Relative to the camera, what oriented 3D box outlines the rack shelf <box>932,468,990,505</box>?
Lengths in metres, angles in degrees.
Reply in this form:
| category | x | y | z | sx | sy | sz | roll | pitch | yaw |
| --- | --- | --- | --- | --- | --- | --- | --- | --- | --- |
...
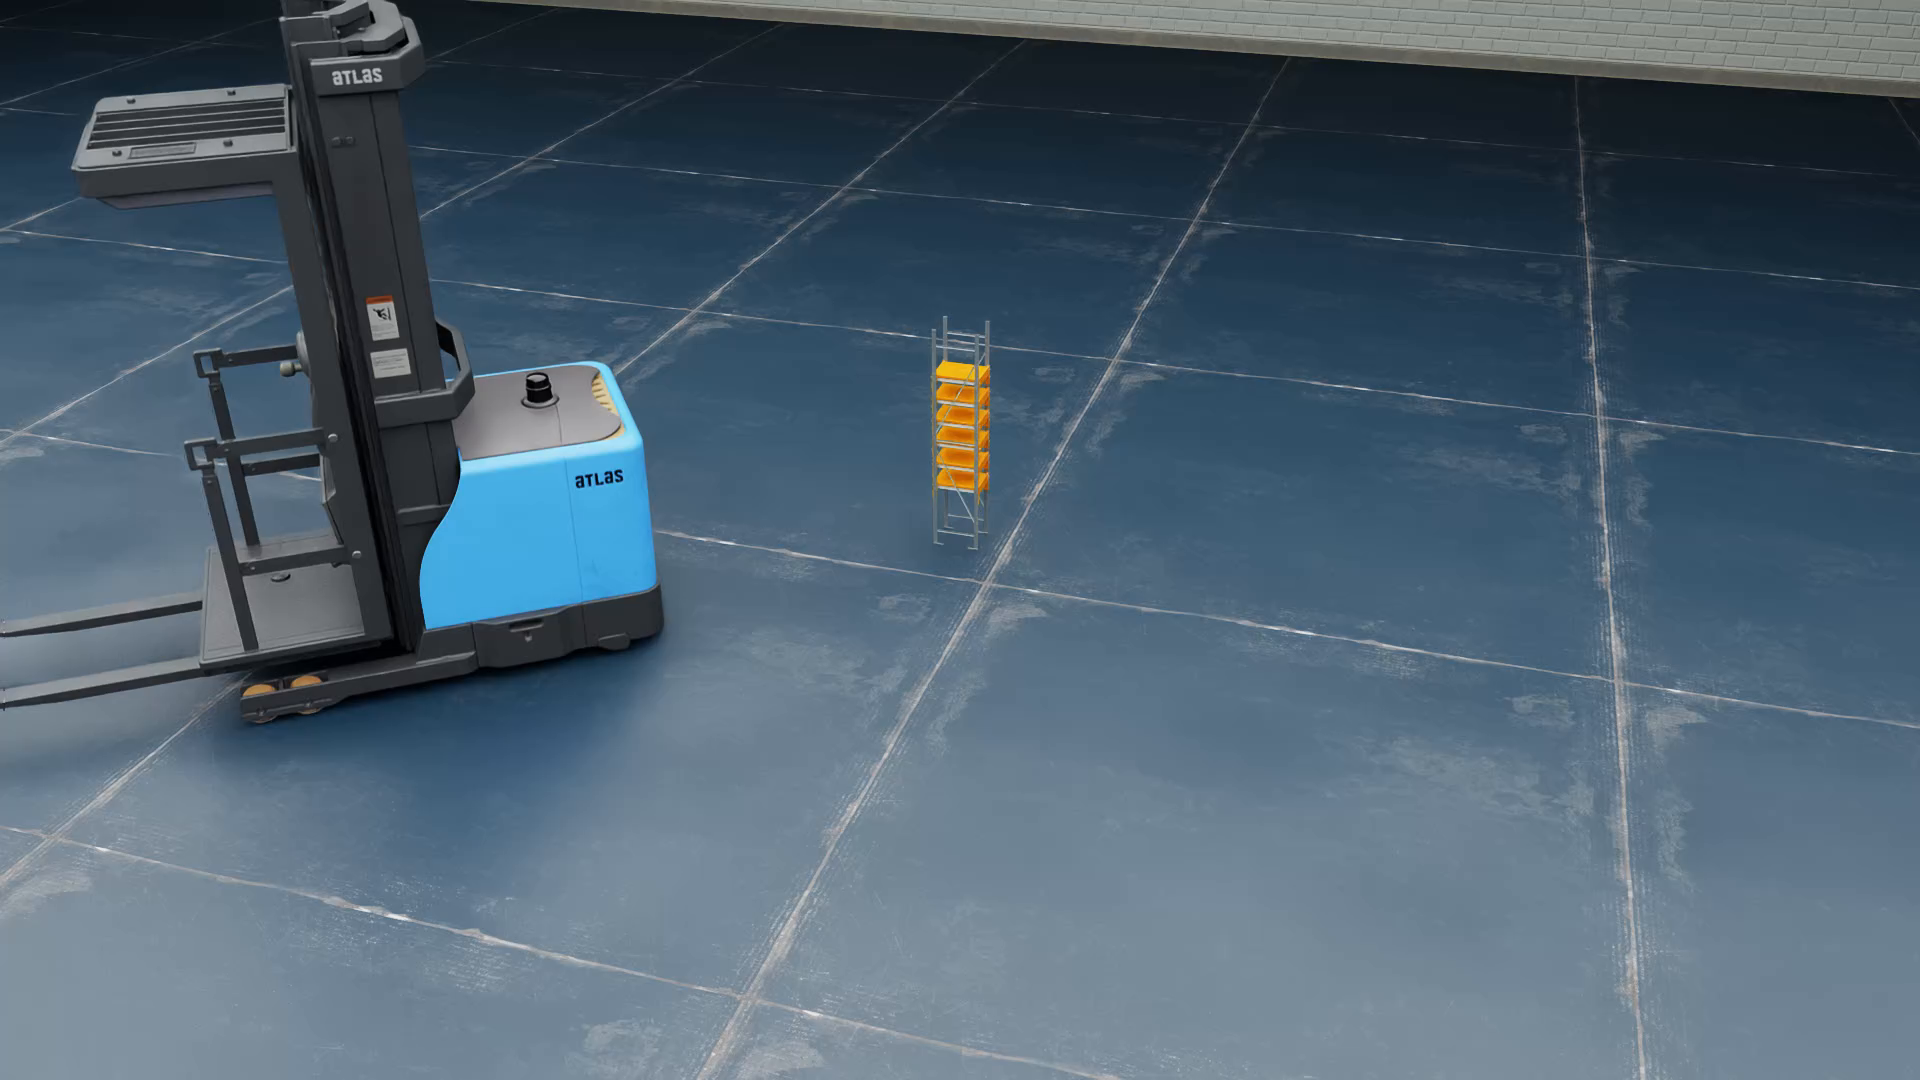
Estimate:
| category | x | y | z | sx | sy | sz | roll | pitch | yaw |
| --- | --- | --- | --- | --- | --- | --- | --- | --- | --- |
| rack shelf | 0.004 | -0.282 | 8.609 | 0.258 | 0.103 | 0.180 | 8 | 30 | 15 |

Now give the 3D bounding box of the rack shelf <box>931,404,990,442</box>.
| category | x | y | z | sx | sy | sz | roll | pitch | yaw |
| --- | --- | --- | --- | --- | --- | --- | --- | --- | --- |
| rack shelf | 0.004 | -0.597 | 8.434 | 0.258 | 0.103 | 0.180 | 8 | 30 | 15 |

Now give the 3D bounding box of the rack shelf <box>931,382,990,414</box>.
| category | x | y | z | sx | sy | sz | roll | pitch | yaw |
| --- | --- | --- | --- | --- | --- | --- | --- | --- | --- |
| rack shelf | 0.004 | -0.702 | 8.375 | 0.258 | 0.103 | 0.180 | 8 | 30 | 15 |

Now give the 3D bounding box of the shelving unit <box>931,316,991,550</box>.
| category | x | y | z | sx | sy | sz | roll | pitch | yaw |
| --- | --- | --- | --- | --- | --- | --- | --- | --- | --- |
| shelving unit | 0.004 | -0.531 | 8.470 | 0.258 | 1.200 | 0.189 | 8 | 30 | 15 |

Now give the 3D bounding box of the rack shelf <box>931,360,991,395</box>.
| category | x | y | z | sx | sy | sz | roll | pitch | yaw |
| --- | --- | --- | --- | --- | --- | --- | --- | --- | --- |
| rack shelf | 0.004 | -0.807 | 8.317 | 0.258 | 0.103 | 0.180 | 8 | 30 | 15 |

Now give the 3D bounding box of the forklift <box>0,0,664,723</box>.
| category | x | y | z | sx | sy | sz | roll | pitch | yaw |
| --- | --- | --- | --- | --- | --- | --- | --- | --- | --- |
| forklift | -2.974 | -0.768 | 7.116 | 3.031 | 2.935 | 1.130 | -10 | 31 | -17 |

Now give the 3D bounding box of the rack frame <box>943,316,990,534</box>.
| category | x | y | z | sx | sy | sz | roll | pitch | yaw |
| --- | --- | --- | --- | --- | --- | --- | --- | --- | --- |
| rack frame | 0.031 | -0.574 | 8.547 | 0.240 | 1.200 | 0.006 | 8 | 30 | 15 |

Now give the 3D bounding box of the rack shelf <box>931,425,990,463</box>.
| category | x | y | z | sx | sy | sz | roll | pitch | yaw |
| --- | --- | --- | --- | --- | --- | --- | --- | --- | --- |
| rack shelf | 0.004 | -0.492 | 8.492 | 0.258 | 0.103 | 0.180 | 8 | 30 | 15 |

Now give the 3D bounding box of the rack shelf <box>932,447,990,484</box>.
| category | x | y | z | sx | sy | sz | roll | pitch | yaw |
| --- | --- | --- | --- | --- | --- | --- | --- | --- | --- |
| rack shelf | 0.004 | -0.387 | 8.550 | 0.258 | 0.103 | 0.180 | 8 | 30 | 15 |

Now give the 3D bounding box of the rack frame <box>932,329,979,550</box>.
| category | x | y | z | sx | sy | sz | roll | pitch | yaw |
| --- | --- | --- | --- | --- | --- | --- | --- | --- | --- |
| rack frame | -0.023 | -0.489 | 8.394 | 0.240 | 1.200 | 0.006 | 8 | 30 | 15 |
